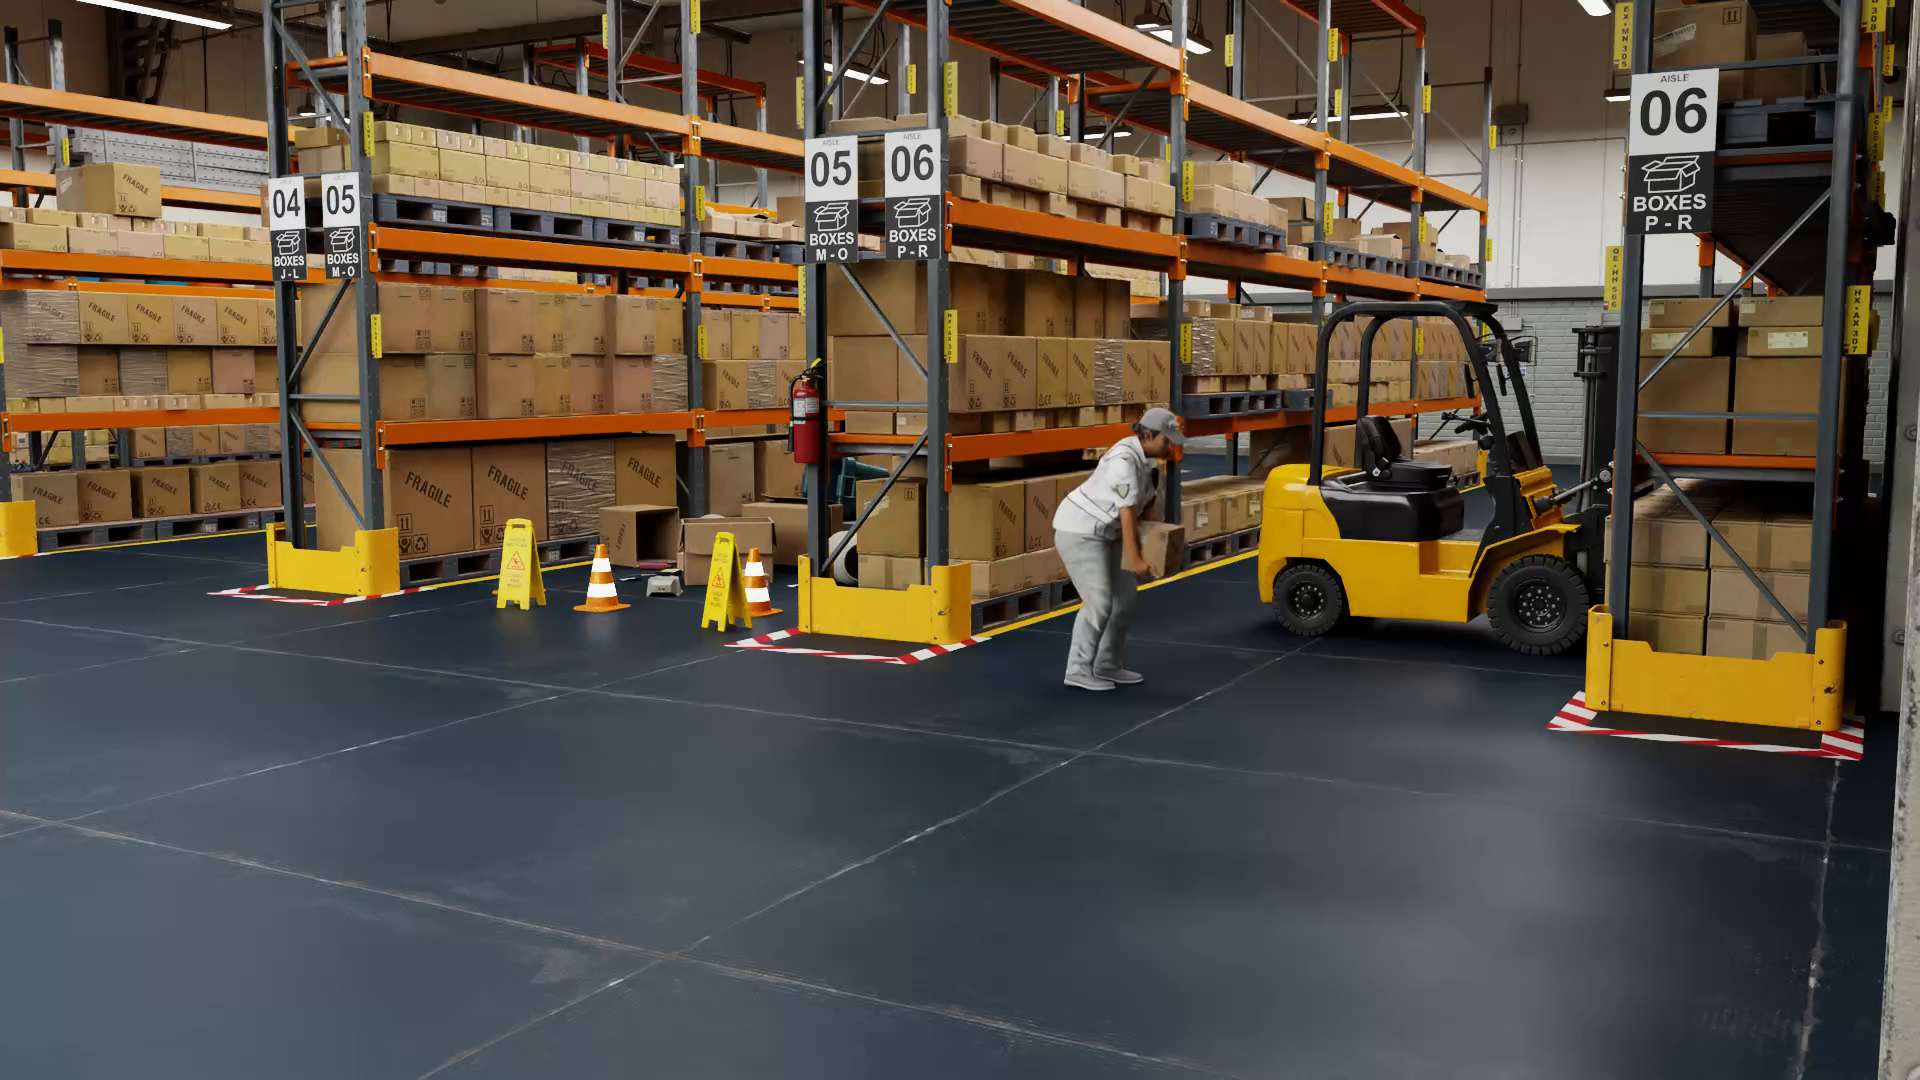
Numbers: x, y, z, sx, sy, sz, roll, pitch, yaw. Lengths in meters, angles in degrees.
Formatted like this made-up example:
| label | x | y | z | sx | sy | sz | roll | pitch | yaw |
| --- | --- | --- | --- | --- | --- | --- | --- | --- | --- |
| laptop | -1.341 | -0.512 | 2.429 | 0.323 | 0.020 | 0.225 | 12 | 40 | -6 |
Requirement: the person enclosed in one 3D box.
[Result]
| label | x | y | z | sx | sy | sz | roll | pitch | yaw |
| --- | --- | --- | --- | --- | --- | --- | --- | --- | --- |
| person | 0.878 | 0.046 | 9.082 | 0.730 | 1.536 | 0.455 | 3 | 7 | 27 |
